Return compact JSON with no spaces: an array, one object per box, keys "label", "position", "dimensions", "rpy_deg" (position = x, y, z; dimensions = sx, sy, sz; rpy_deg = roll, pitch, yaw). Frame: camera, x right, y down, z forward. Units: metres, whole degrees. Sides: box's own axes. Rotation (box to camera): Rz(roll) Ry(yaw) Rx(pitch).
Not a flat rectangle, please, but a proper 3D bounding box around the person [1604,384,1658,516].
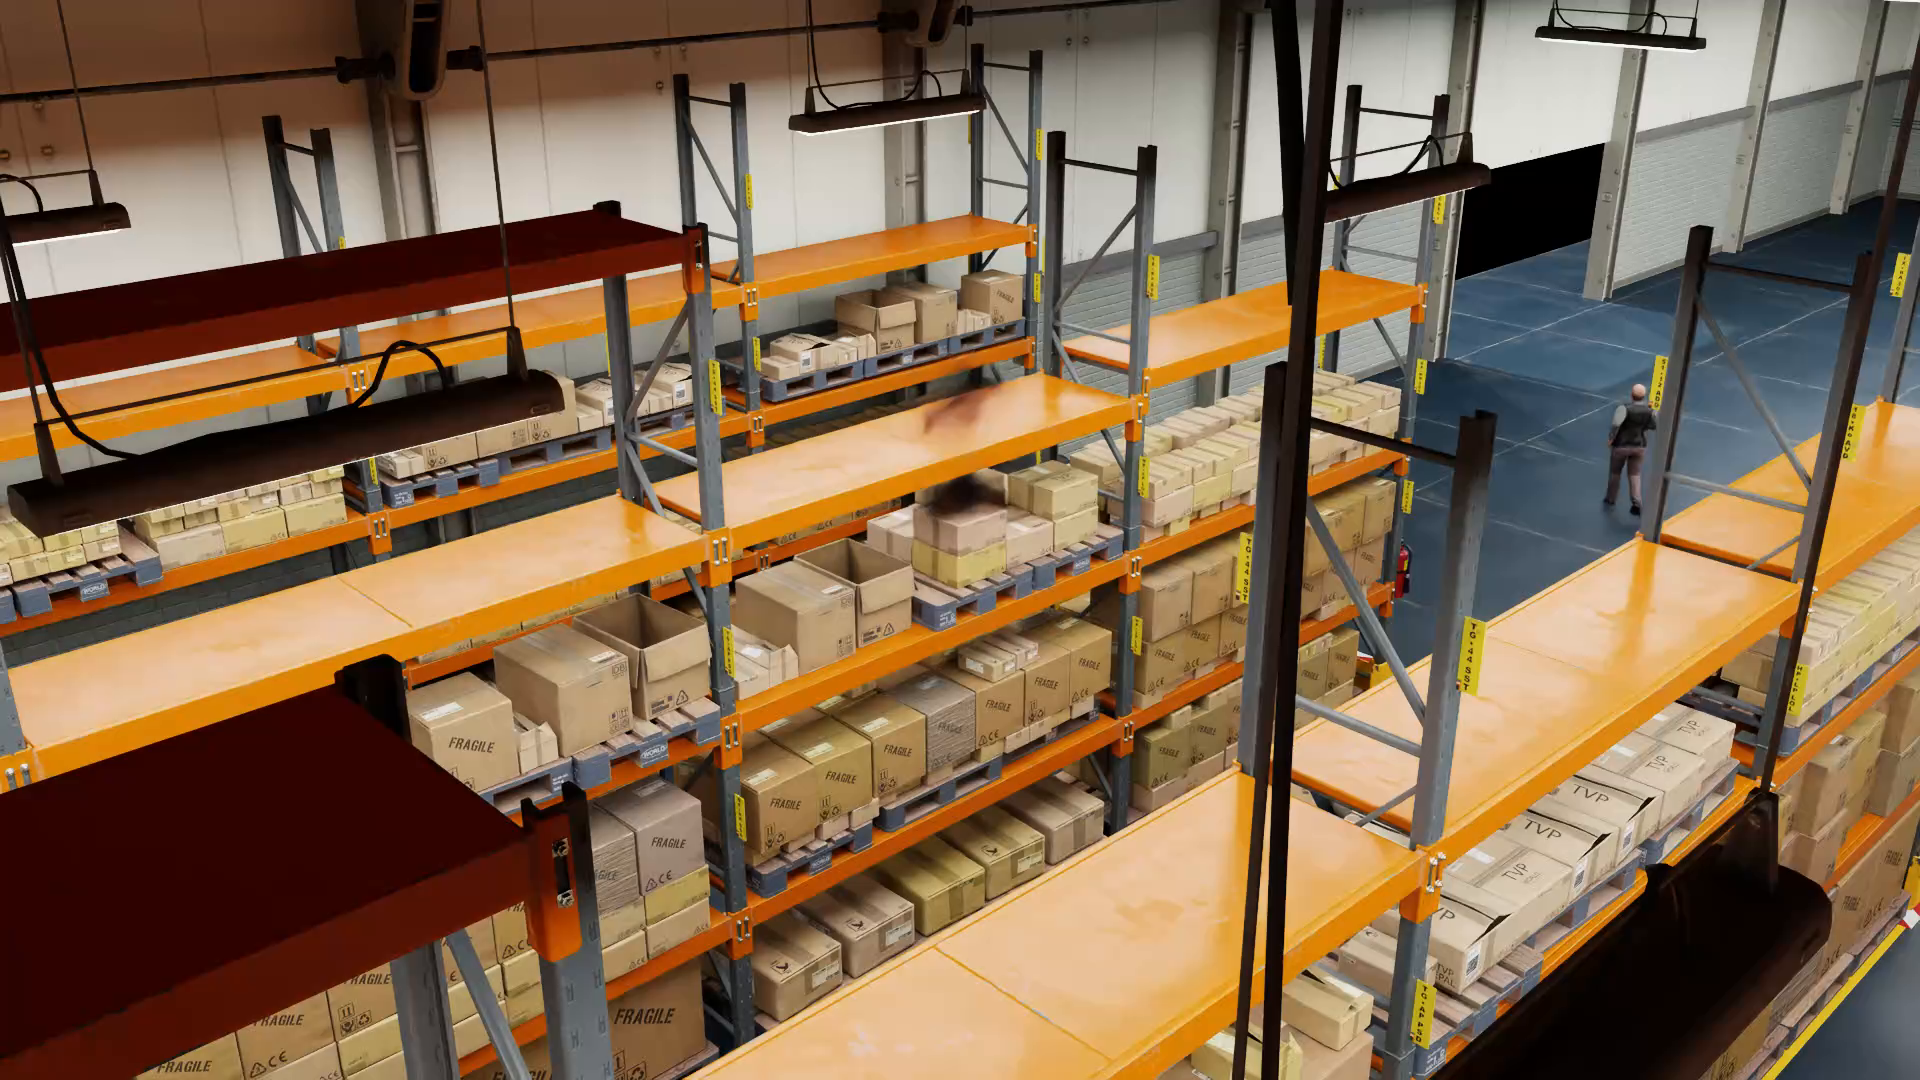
[{"label":"person","position":[8.604,-1.166,21.368],"dimensions":[0.676,1.712,0.931],"rpy_deg":[2,23,4]}]
